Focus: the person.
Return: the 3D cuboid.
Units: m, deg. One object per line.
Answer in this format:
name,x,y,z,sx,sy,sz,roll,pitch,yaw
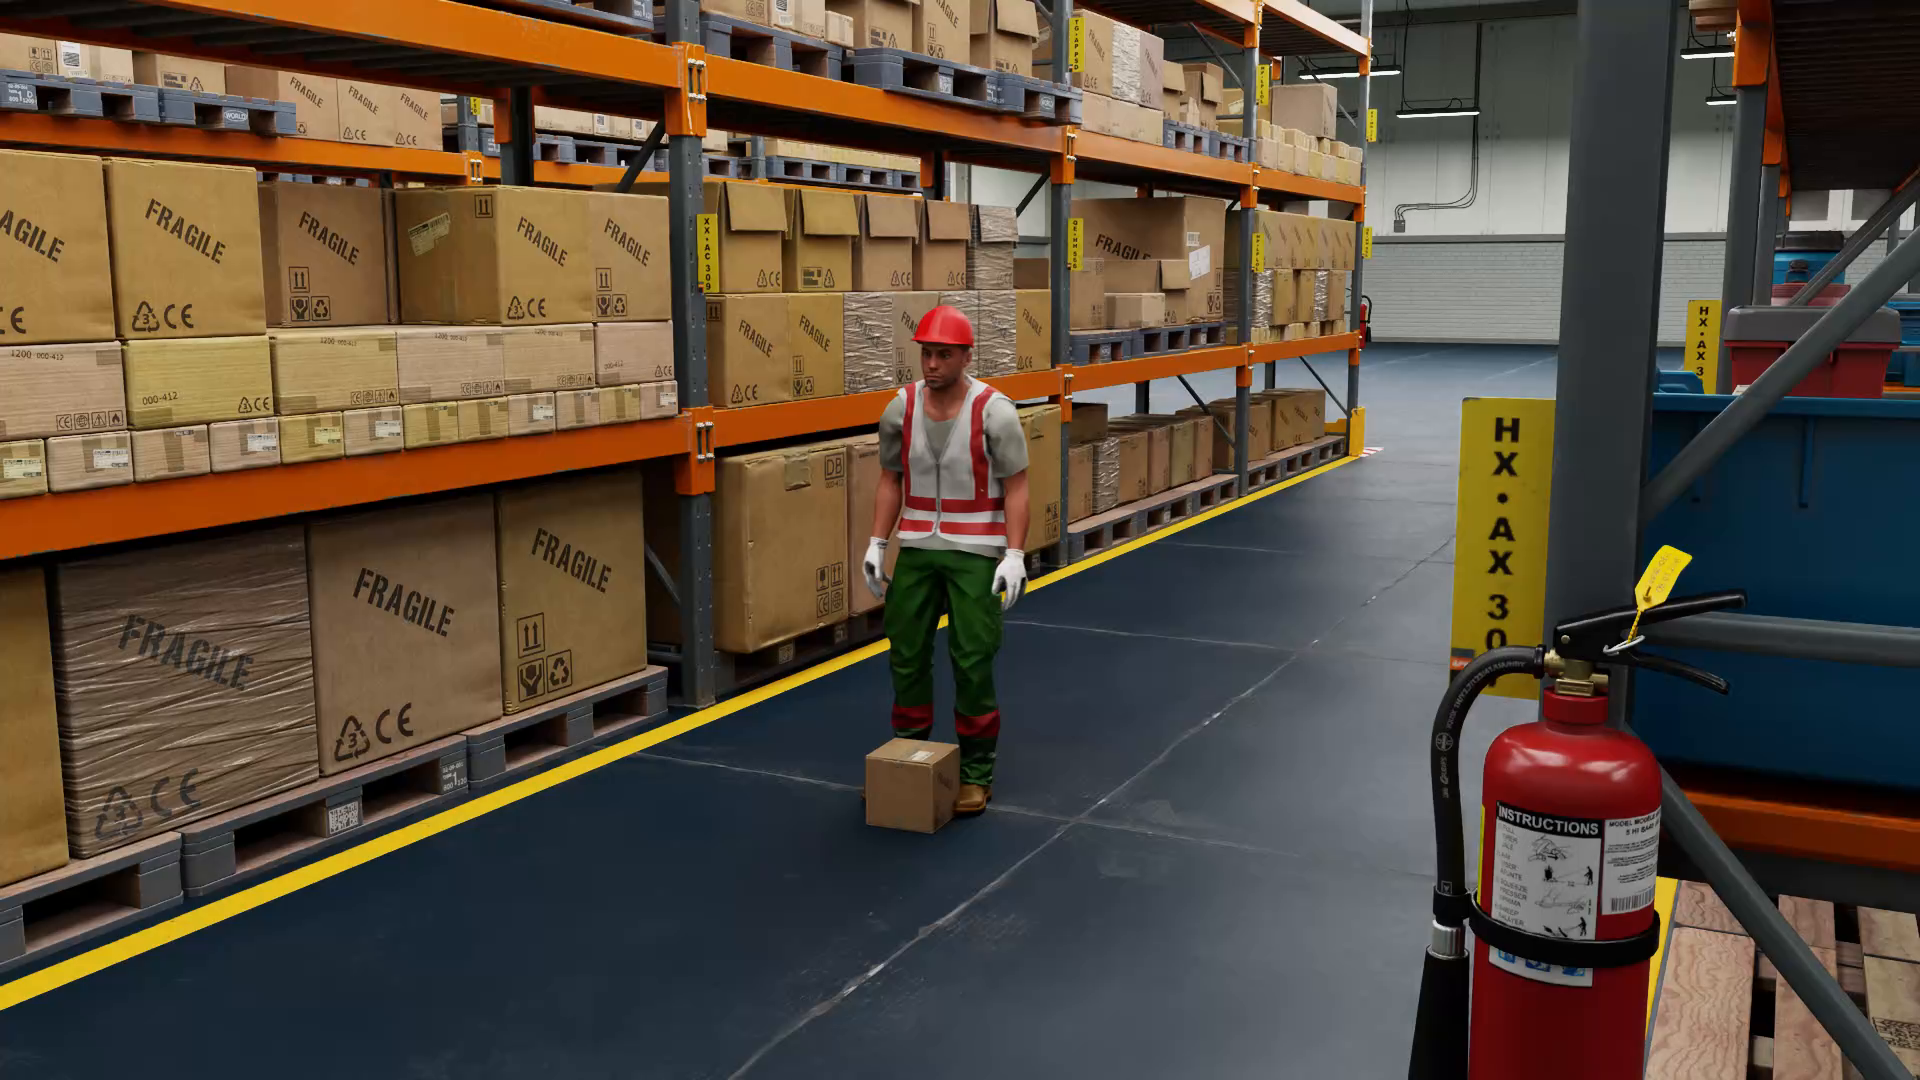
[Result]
person,-0.048,0.070,5.874,0.623,1.778,0.446,4,10,24
